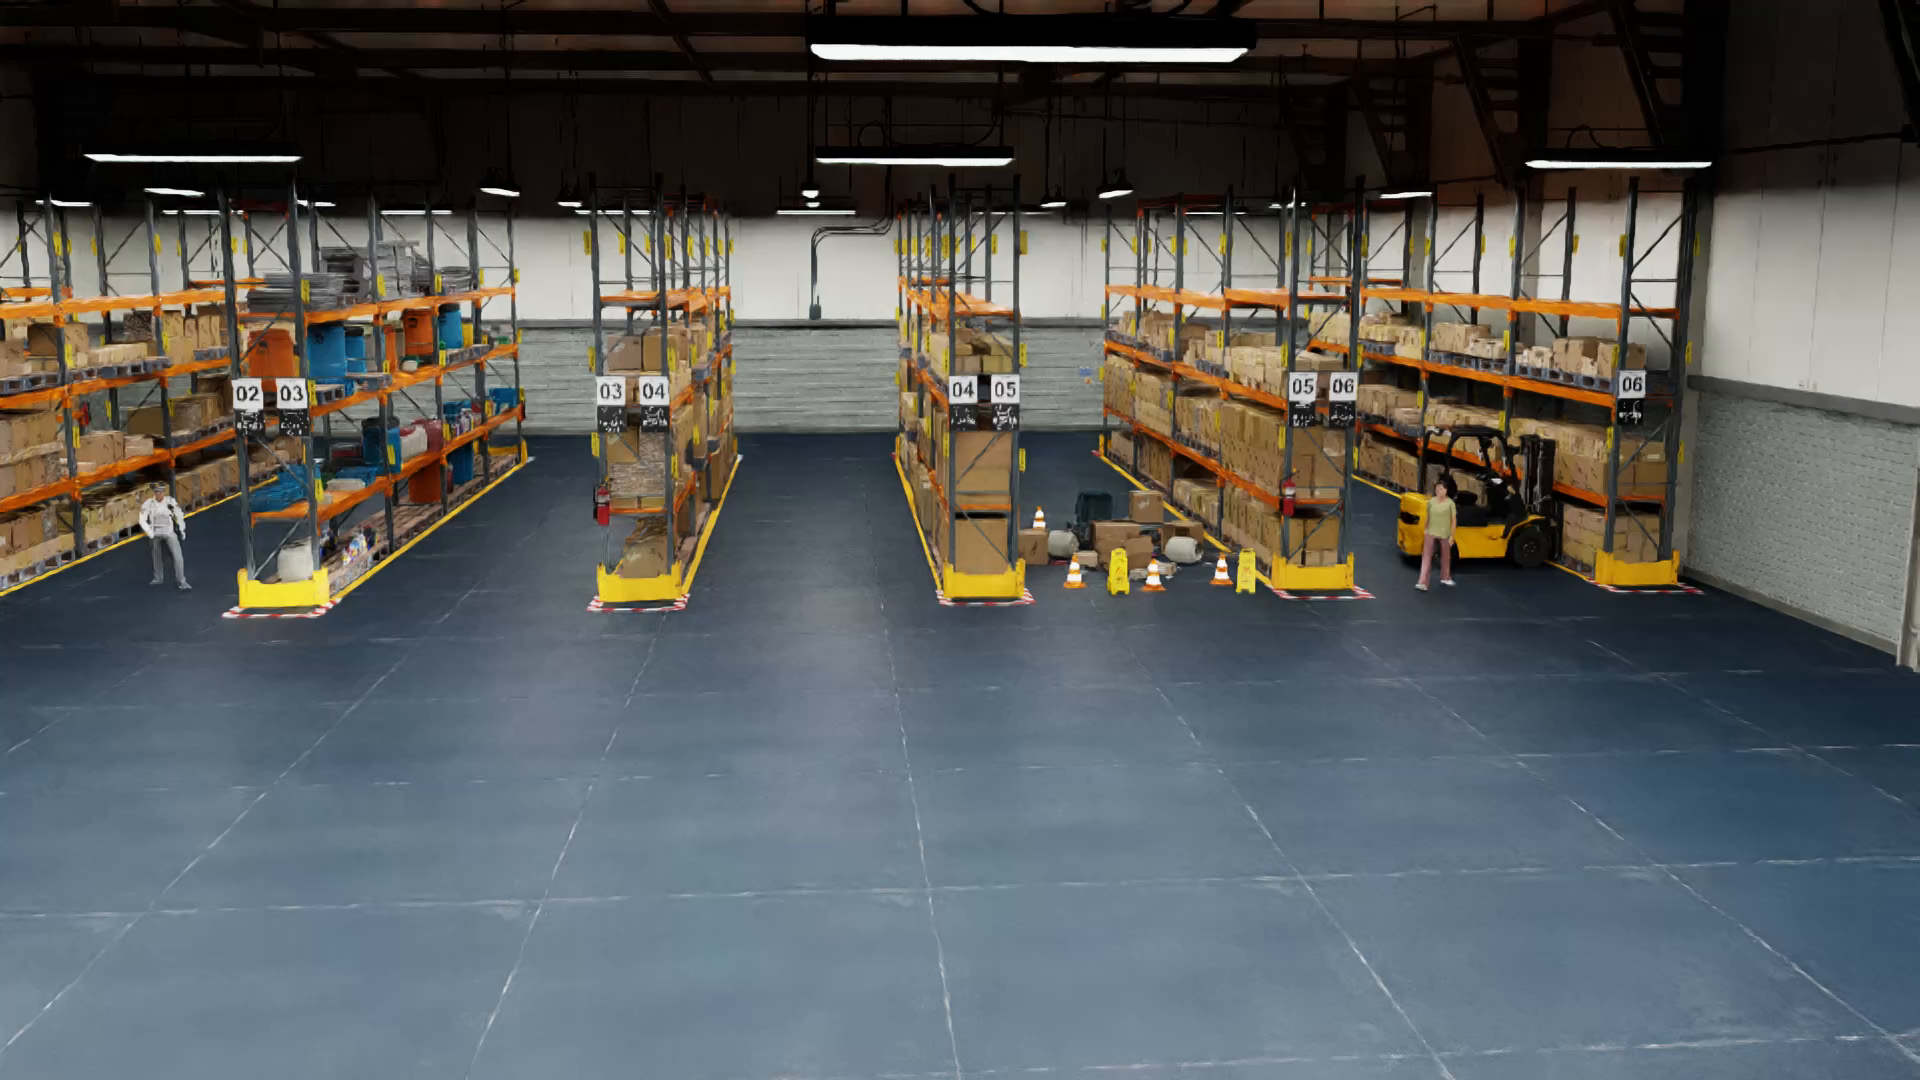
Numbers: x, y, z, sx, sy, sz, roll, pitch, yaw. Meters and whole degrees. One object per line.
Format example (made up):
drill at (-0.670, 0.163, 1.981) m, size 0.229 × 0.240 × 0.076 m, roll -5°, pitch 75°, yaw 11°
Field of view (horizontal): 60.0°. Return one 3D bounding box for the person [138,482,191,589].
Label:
person at (-11.748, -0.094, 24.549) m, size 0.638 × 1.607 × 0.813 m, roll -4°, pitch 11°, yaw -21°

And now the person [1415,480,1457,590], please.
person at (7.038, -0.080, 24.452) m, size 0.488 × 1.621 × 0.929 m, roll 4°, pitch 11°, yaw 24°
